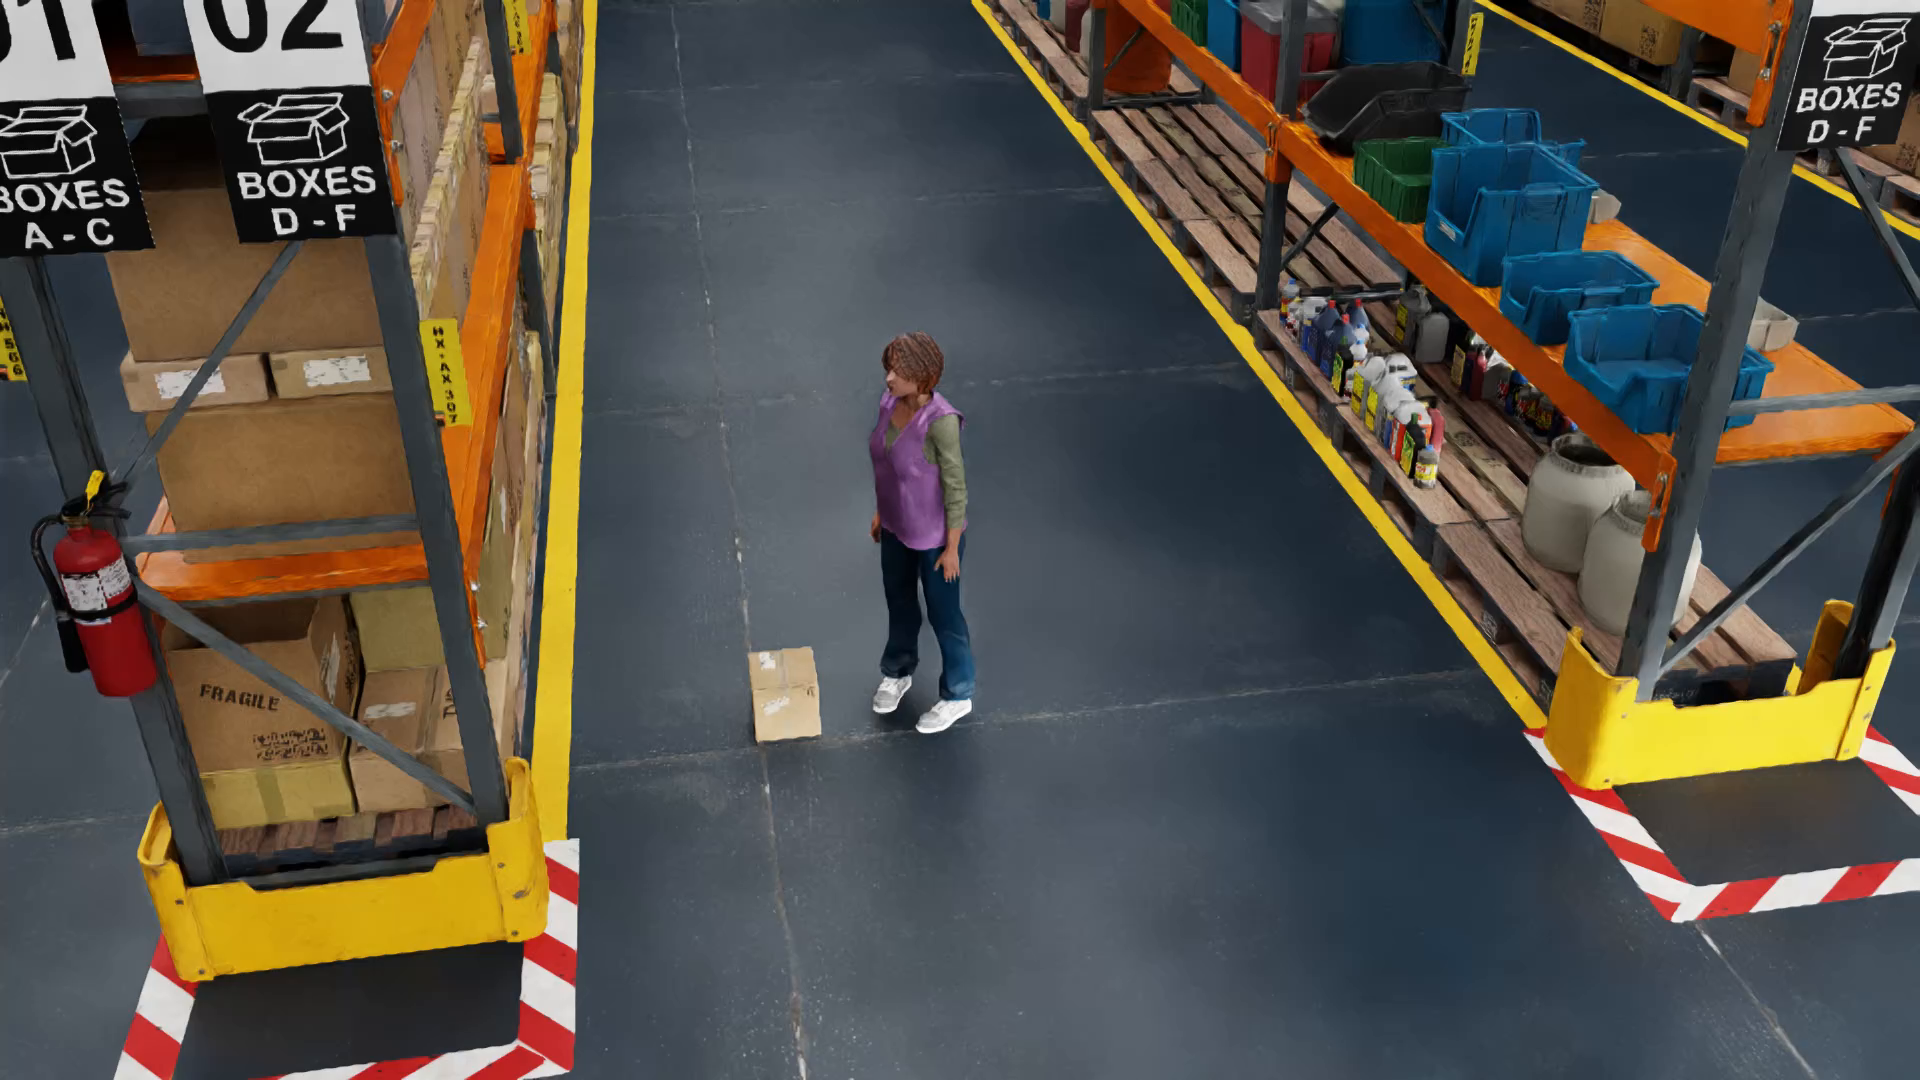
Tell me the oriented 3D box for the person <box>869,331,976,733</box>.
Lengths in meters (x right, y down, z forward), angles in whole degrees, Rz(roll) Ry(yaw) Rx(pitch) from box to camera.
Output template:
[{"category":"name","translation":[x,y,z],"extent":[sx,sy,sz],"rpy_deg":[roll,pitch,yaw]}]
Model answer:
[{"category":"person","translation":[-0.160,-0.028,6.148],"extent":[0.365,1.600,0.469],"rpy_deg":[-22,37,-32]}]
